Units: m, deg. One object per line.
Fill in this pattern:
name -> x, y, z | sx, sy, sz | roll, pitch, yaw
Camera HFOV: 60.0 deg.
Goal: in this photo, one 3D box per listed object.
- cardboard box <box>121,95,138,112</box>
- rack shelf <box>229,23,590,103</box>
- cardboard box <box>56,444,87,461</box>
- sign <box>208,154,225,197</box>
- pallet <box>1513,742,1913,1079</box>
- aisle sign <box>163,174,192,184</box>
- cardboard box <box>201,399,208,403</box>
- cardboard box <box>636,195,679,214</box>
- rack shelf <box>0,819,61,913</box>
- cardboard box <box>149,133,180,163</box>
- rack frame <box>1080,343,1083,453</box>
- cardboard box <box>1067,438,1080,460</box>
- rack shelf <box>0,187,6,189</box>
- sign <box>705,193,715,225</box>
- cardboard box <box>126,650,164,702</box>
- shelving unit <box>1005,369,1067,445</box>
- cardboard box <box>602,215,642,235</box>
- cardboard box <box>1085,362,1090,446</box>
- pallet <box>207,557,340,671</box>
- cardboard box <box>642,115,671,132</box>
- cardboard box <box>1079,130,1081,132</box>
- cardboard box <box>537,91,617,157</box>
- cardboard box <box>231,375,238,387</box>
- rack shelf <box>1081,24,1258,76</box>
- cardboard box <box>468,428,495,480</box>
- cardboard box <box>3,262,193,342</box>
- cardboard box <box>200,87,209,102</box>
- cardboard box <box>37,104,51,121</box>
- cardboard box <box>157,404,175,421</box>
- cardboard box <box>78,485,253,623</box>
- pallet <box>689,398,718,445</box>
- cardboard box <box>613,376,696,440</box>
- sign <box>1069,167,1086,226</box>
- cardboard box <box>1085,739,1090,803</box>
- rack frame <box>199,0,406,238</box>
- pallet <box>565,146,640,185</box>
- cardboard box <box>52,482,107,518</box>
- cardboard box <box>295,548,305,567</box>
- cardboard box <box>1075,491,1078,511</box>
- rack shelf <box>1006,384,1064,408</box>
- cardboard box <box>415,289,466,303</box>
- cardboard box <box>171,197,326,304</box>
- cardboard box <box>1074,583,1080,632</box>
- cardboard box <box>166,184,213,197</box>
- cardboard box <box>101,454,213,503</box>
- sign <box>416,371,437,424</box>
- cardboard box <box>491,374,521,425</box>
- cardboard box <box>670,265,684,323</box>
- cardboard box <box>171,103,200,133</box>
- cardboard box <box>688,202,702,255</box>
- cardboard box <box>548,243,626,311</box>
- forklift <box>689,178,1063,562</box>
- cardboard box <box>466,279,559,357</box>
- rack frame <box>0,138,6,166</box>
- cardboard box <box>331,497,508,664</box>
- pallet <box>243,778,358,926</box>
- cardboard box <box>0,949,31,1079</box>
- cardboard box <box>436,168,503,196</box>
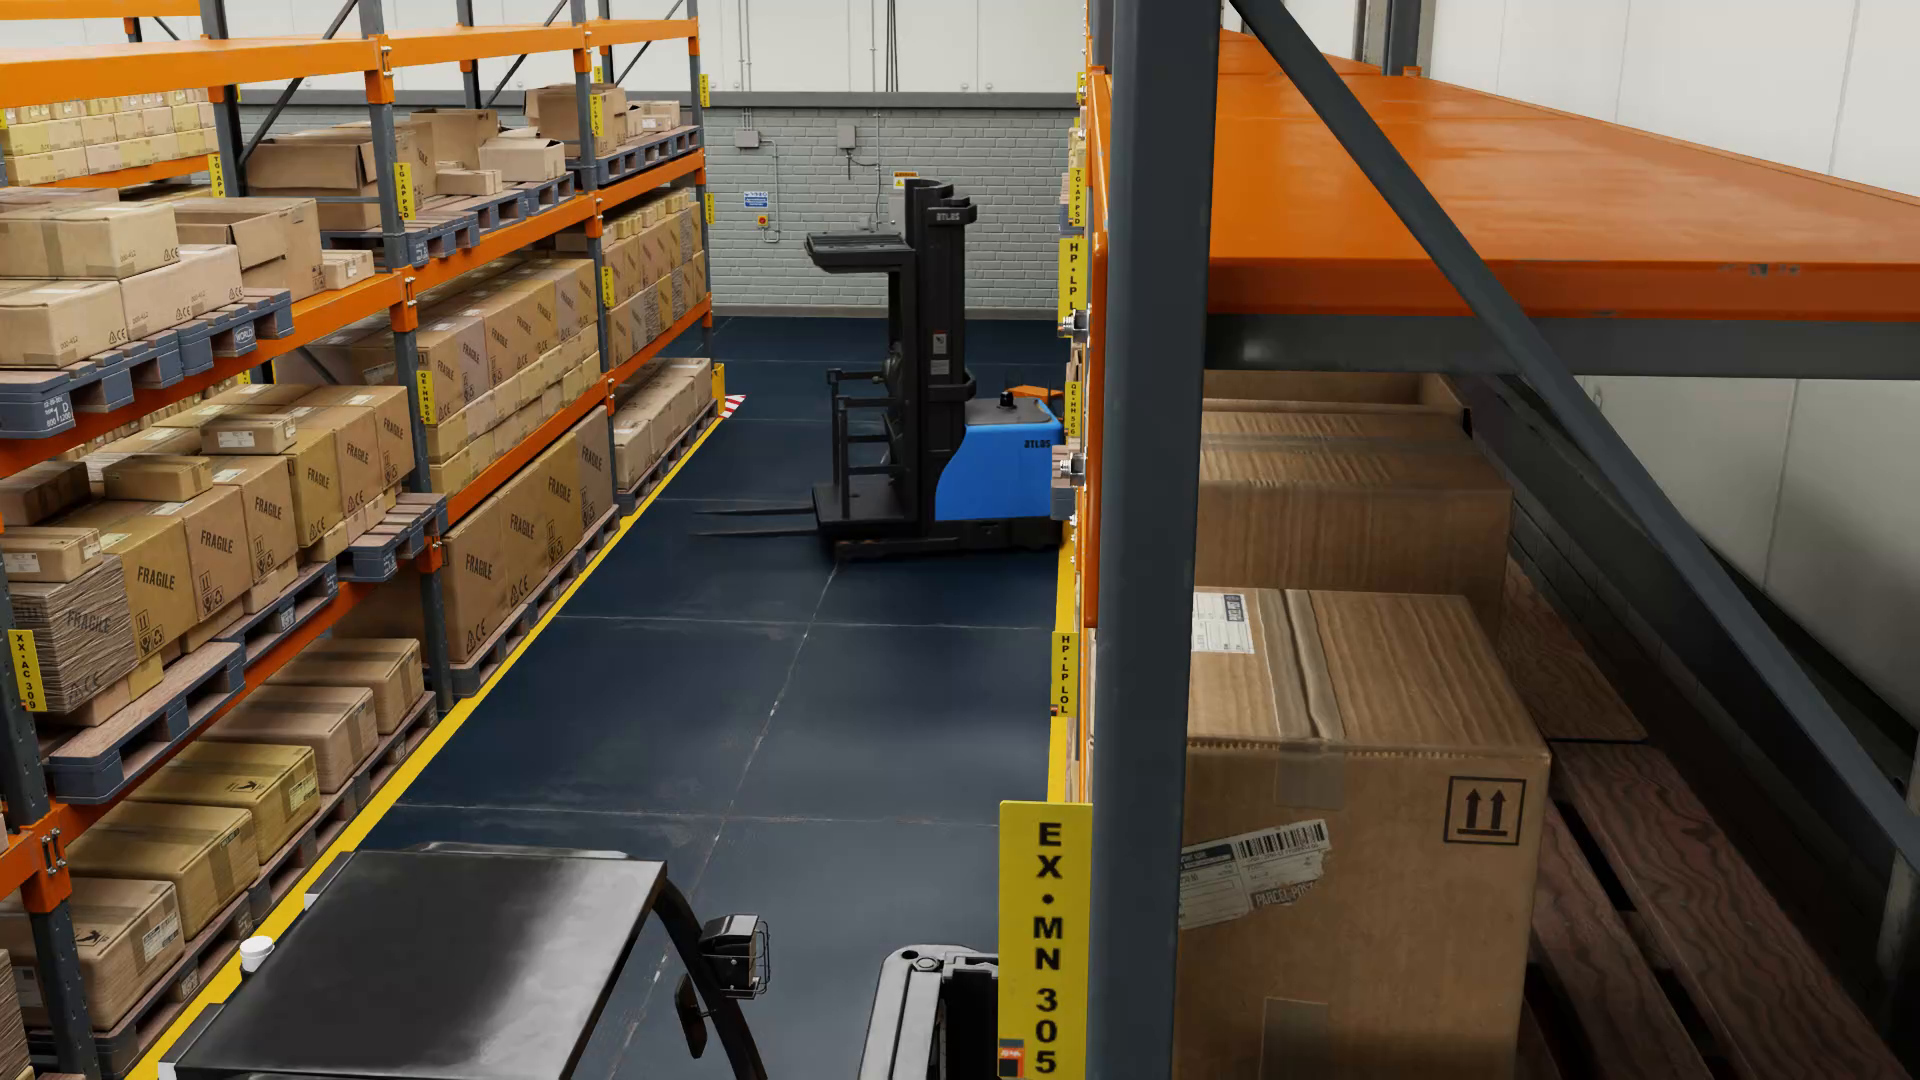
cardboard box -> -7.982, -4.109, 15.625 | 0.380, 0.149, 0.250 | 1, 18, 2
rack shelf -> -3.604, -3.291, 11.313 | 1.077, 0.370, 4.000 | 1, 18, 4
cardboard box -> -8.060, -0.764, 14.864 | 0.380, 0.149, 0.250 | 2, 18, 6
sign -> -4.300, -2.075, 9.663 | 0.100, 0.325, 0.005 | 1, 18, 4
pallet -> 0.707, 0.641, 2.475 | 1.003, 0.211, 1.213 | 1, 18, 4
aisle sign -> -8.412, -4.180, 17.686 | 0.394, 0.787, 0.004 | 1, 18, 4
cardboard box -> -7.975, -1.352, 17.136 | 0.380, 0.149, 0.250 | 1, 18, 4
cardboard box -> -2.988, -3.312, 16.405 | 0.380, 0.149, 0.250 | 2, 18, 5
rack shelf -> -4.178, 1.854, 4.602 | 1.077, 0.370, 4.000 | 1, 18, 4
cardboard box -> -7.965, -3.809, 16.155 | 0.500, 0.250, 0.500 | 2, 18, 6
rack frame -> 1.204, -0.241, 9.842 | 1.000, 3.000, 0.127 | 1, 18, 4
cardboard box -> 0.868, -0.534, 10.465 | 0.380, 0.149, 0.250 | 2, 18, 5
rack shelf -> -8.549, -2.135, 11.959 | 1.077, 0.370, 4.000 | 1, 18, 4
sign -> -2.634, -3.482, 17.492 | 0.100, 0.325, 0.005 | 1, 18, 4
cardboard box -> -3.653, 0.569, 7.098 | 0.380, 0.149, 0.250 | 2, 18, 5
shelving unit -> 0.666, -0.865, 14.620 | 0.503, 1.200, 0.258 | 15, 23, 40
cardboard box -> -3.074, -2.834, 14.948 | 0.380, 0.149, 0.250 | 1, 18, 2
cardboard box -> 0.614, -0.376, 4.745 | 0.500, 0.311, 0.500 | 2, 18, 5
pallet -> -3.849, 0.356, 8.328 | 1.003, 0.211, 1.213 | 1, 18, 4
cardboard box -> -3.067, -4.115, 16.415 | 0.380, 0.149, 0.250 | 0, 18, 0
cardboard box -> 1.083, -3.011, 12.568 | 0.380, 0.149, 0.250 | 2, 18, 5
cardboard box -> -3.209, -3.491, 13.948 | 0.500, 0.500, 0.500 | 2, 18, 5
cardboard box -> -7.872, -1.731, 17.814 | 0.380, 0.149, 0.250 | 1, 18, 2
rack shelf -> 1.347, -3.181, 10.978 | 1.077, 0.370, 4.000 | 1, 18, 4
cardboard box -> -3.442, -0.586, 11.135 | 0.500, 0.250, 0.500 | 1, 18, 2
cardboard box -> -3.557, -0.992, 6.884 | 0.500, 0.250, 0.500 | 1, 18, 3
cardboard box -> -7.849, -4.586, 17.082 | 0.380, 0.149, 0.250 | 1, 18, 3
cardboard box -> -8.129, -3.702, 14.383 | 0.380, 0.149, 0.250 | 1, 18, 3
cardboard box -> -7.960, -1.243, 16.325 | 0.380, 0.149, 0.250 | 1, 18, 4
cardboard box -> -3.630, 0.055, 7.626 | 0.500, 0.500, 0.500 | 1, 18, 4
pallet -> -3.153, -1.260, 17.431 | 1.003, 0.211, 1.213 | 1, 18, 4
cardboard box -> -3.179, -1.326, 16.593 | 0.875, 0.438, 0.875 | 2, 18, 5
sign -> 0.663, -1.925, 9.334 | 0.100, 0.325, 0.005 | 1, 18, 4
cardboard box -> 0.387, 0.426, 2.557 | 0.380, 0.149, 0.250 | 1, 18, 2
rack frame -> -3.747, -3.202, 9.243 | 1.000, 3.000, 0.127 | 1, 18, 4
pallet -> -3.392, -3.230, 14.290 | 1.003, 0.211, 1.213 | 1, 18, 4
cardboard box -> -4.153, 0.040, 7.671 | 0.500, 0.500, 0.500 | 2, 18, 6
cardboard box -> -3.632, 0.079, 8.594 | 0.380, 0.149, 0.250 | 1, 18, 4
cardboard box -> 0.903, -0.276, 9.386 | 0.500, 0.250, 0.500 | 1, 18, 4
rack shelf -> 0.659, -1.240, 14.501 | 0.480, 0.148, 0.258 | 15, 23, 40
cardboard box -> -3.857, -1.511, 11.950 | 0.500, 0.500, 0.500 | 1, 18, 3
cardboard box -> -3.825, -1.530, 8.797 | 0.700, 0.500, 0.500 | 1, 18, 4
cardboard box -> 0.677, 0.294, 7.006 | 0.380, 0.149, 0.250 | 1, 18, 2
cardboard box -> -7.903, -3.431, 17.333 | 0.500, 0.500, 0.500 | 1, 18, 3
cardboard box -> -3.673, -0.283, 7.616 | 0.380, 0.149, 0.250 | 2, 18, 7
sign -> -3.206, -0.854, 9.981 | 0.100, 0.325, 0.005 | 1, 18, 4
cardboard box -> -3.379, -0.984, 11.547 | 0.500, 0.250, 0.500 | 1, 18, 4
cardboard box -> -3.023, -2.412, 16.306 | 0.500, 0.500, 0.500 | 2, 18, 6
cardboard box -> -7.933, -4.199, 16.541 | 0.500, 0.250, 0.500 | 1, 18, 2
cardboard box -> -2.971, -3.203, 17.115 | 0.500, 0.500, 0.500 | 2, 18, 6
cardboard box -> -3.185, -2.258, 14.232 | 0.500, 0.500, 0.500 | 1, 18, 4
forklift -> -0.719, -1.391, 13.460 | 3.031, 2.935, 1.130 | -2, 18, -8
cardboard box -> -3.328, -1.654, 12.386 | 0.500, 0.500, 0.500 | 2, 18, 6
rack frame -> -8.405, -4.523, 13.276 | 1.000, 3.000, 0.127 | 1, 18, 4
cardboard box -> -3.615, 0.246, 11.091 | 0.875, 0.875, 0.875 | 1, 18, 3
pallet -> -3.895, 1.595, 8.717 | 1.003, 0.211, 1.213 | 1, 18, 4
cardboard box -> -3.809, 1.832, 6.053 | 0.500, 0.500, 0.500 | 1, 18, 3
cardboard box -> -3.447, -2.517, 11.670 | 0.380, 0.166, 0.250 | 3, 18, 9
